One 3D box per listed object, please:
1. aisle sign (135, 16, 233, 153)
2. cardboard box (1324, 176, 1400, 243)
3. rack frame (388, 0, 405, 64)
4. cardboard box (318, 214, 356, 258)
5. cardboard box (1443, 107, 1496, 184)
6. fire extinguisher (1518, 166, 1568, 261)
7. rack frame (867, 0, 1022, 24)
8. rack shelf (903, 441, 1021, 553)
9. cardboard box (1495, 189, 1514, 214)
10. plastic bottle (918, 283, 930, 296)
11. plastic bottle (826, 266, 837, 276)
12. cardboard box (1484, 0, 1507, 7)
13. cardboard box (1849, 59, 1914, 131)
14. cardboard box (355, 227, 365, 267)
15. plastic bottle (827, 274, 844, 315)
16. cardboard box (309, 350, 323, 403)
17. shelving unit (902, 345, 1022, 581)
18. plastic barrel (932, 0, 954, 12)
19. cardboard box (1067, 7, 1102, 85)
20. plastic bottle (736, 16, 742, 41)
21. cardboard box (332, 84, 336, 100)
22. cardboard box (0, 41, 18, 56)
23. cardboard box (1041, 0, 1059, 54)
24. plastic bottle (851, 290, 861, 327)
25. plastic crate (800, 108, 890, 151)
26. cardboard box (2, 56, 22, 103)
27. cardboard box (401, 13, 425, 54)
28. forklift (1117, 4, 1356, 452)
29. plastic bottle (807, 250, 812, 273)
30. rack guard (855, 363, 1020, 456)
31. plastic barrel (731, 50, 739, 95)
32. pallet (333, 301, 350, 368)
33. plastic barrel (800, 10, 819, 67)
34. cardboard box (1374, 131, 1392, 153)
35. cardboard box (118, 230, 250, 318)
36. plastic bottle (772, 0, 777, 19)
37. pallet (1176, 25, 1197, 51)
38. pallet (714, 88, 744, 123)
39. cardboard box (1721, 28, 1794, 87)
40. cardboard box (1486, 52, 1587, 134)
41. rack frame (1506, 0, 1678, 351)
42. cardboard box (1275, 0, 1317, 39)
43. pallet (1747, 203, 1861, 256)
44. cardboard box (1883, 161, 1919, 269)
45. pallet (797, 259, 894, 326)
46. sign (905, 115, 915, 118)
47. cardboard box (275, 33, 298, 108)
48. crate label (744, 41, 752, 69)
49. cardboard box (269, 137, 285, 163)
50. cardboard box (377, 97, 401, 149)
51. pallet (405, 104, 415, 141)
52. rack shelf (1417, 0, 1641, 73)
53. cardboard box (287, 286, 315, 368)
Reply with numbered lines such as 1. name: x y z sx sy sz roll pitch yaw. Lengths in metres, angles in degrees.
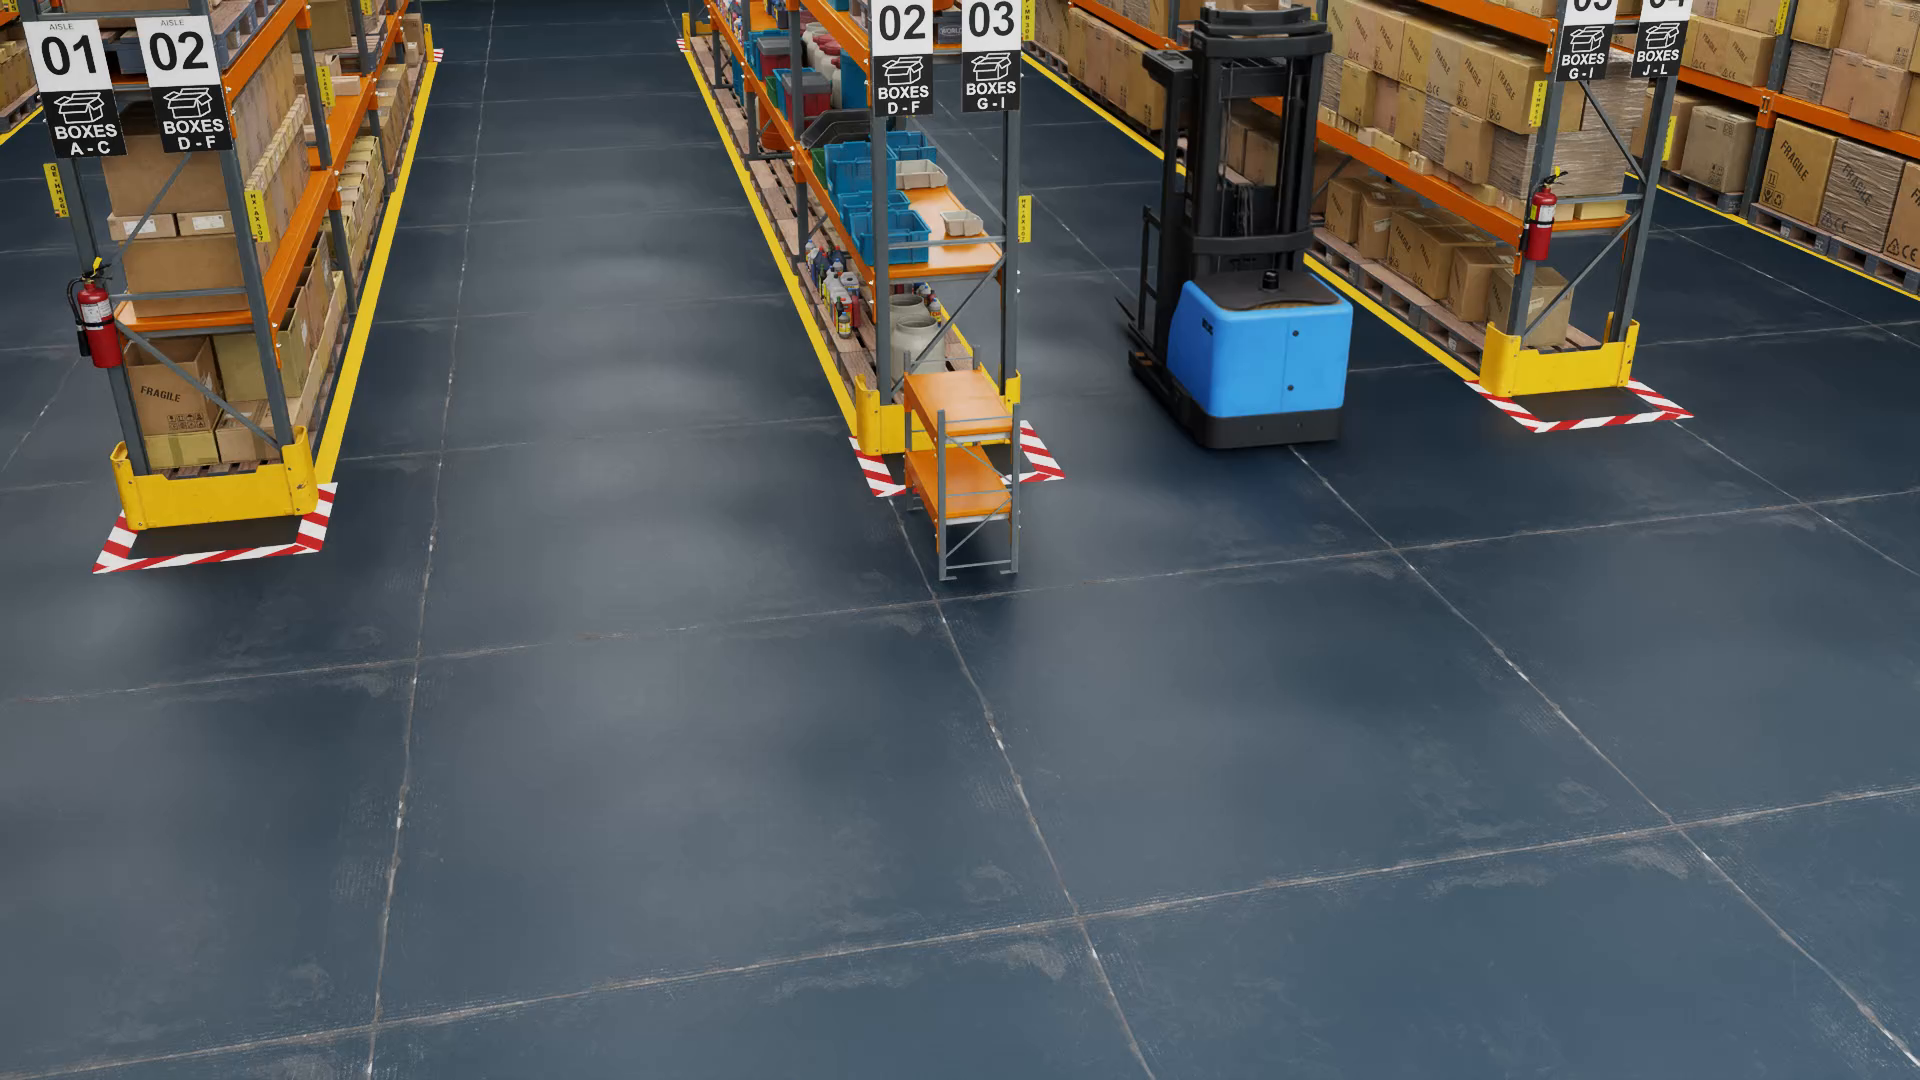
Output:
1. aisle sign: -4.610 -2.705 9.895 0.394 0.787 0.004 -6 27 -12
2. cardboard box: 3.879 -3.194 16.058 0.500 0.500 0.500 -7 28 -13
3. rack frame: -7.628 -6.810 20.914 1.000 3.000 0.127 -6 27 -12
4. cardboard box: -5.675 -2.715 14.764 0.500 0.311 0.500 -6 27 -11
5. cardboard box: 4.402 -3.176 13.271 0.875 0.500 0.500 -6 27 -12
6. fire extinguisher: 4.306 -2.415 12.291 0.296 0.674 0.183 -6 27 -12
7. rack frame: -0.097 -4.722 10.118 1.000 3.000 0.127 -6 27 -12
8. rack shelf: -0.002 -0.287 10.613 0.538 0.278 1.000 -6 27 -12
9. cardboard box: 4.408 -2.648 12.947 0.380 0.149 0.250 -6 27 -12
10. plastic bottle: -0.301 -2.044 14.010 0.097 0.271 0.097 0 27 0
11. plastic bottle: -1.108 -2.238 14.394 0.097 0.271 0.097 0 27 0
12. cardboard box: 4.257 -4.223 12.626 0.500 0.250 0.500 -6 27 -11
13. cardboard box: 8.930 -4.180 15.536 0.875 0.550 0.550 -6 27 -12
14. cardboard box: -5.788 -2.685 15.326 0.500 0.250 0.500 -5 27 -10
15. plastic bottle: -1.040 -2.066 13.965 0.144 0.351 0.185 -5 27 -9
16. cardboard box: -5.056 -1.199 12.382 0.500 0.250 0.500 -6 27 -12
17. shelving unit: -0.002 -0.505 10.502 0.538 1.125 1.048 -6 27 -12
18. plastic barrel: -0.330 -3.962 11.000 0.600 0.830 0.708 -6 27 -12
19. cardboard box: 2.188 -6.775 22.735 1.225 0.875 0.875 -6 27 -11
20. plastic bottle: -2.554 -5.957 19.366 0.097 0.271 0.097 0 27 0
21. cardboard box: -6.384 -4.388 16.393 0.380 0.149 0.250 -4 27 -8
22. cardboard box: -12.539 -6.403 21.696 0.380 0.149 0.250 -7 28 -13
23. cardboard box: 1.751 -7.746 24.661 0.875 0.875 0.875 -6 27 -12
24. plastic bottle: -0.864 -1.914 13.739 0.061 0.283 0.133 -6 27 -12
25. plastic crate: -1.004 -3.529 14.482 0.767 0.338 0.504 -6 27 -12
26. cardboard box: -12.632 -5.937 21.491 0.700 0.500 0.500 -6 27 -12
27. cardboard box: -8.167 -7.433 24.433 0.500 0.500 0.500 -6 27 -12
28. forklift: 1.995 -2.578 12.605 1.130 2.935 3.031 -5 27 -10
29. plastic bottle: -1.330 -2.518 15.027 0.097 0.201 0.097 0 27 0
30. rack guard: -0.160 -0.956 12.090 1.175 0.500 0.348 -6 27 -12
31. plastic barrel: -2.695 -6.322 21.809 0.600 0.901 0.708 -6 27 -12
32. pallet: -5.686 -1.700 13.884 1.003 0.211 1.213 -6 27 -12
33. plastic barrel: -1.500 -5.443 18.055 0.600 0.536 0.708 -6 27 -12
34. cardboard box: 3.889 -3.519 14.672 0.380 0.149 0.250 -6 27 -12
35. cardboard box: -5.016 -1.793 10.863 0.700 0.500 0.500 -6 27 -12
36. plastic bottle: -2.288 -6.652 20.744 0.097 0.271 0.097 0 27 0
37. pallet: 3.190 -5.671 18.869 1.213 0.211 1.003 -6 27 -12
38. pallet: -2.668 -5.724 21.856 1.003 0.211 1.213 -6 27 -12
39. cardboard box: 8.305 -5.008 17.233 0.500 0.500 0.500 -6 27 -12
40. cardboard box: 4.364 -3.387 12.580 0.500 0.500 0.500 -6 27 -12
41. rack frame: 4.729 -2.547 12.466 1.000 3.000 0.127 -6 27 -12
42. cardboard box: 3.785 -5.121 16.435 1.000 1.000 1.000 -6 27 -11
43. pallet: 8.778 -3.175 16.807 1.003 0.211 1.213 -6 27 -12
44. cardboard box: 9.167 -2.922 15.102 0.875 0.875 0.875 -6 27 -12
45. pallet: -0.887 -2.256 14.985 1.003 0.211 1.213 -6 27 -12
46. sign: -0.460 -3.974 14.988 0.100 0.325 0.005 -6 27 -12
47. cardboard box: -5.719 -3.728 13.256 0.700 0.500 0.500 -6 27 -11
48. crate label: -2.170 -5.258 18.024 0.303 0.233 0.416 -6 27 -12
49. cardboard box: -5.207 -2.861 12.258 0.380 0.149 0.250 -5 27 -10
50. cardboard box: -6.782 -4.814 19.244 0.500 0.500 0.500 -6 27 -12
51. pallet: -7.408 -5.212 20.842 1.003 0.211 1.213 -6 27 -12
52. rack shelf: 4.278 -4.442 13.692 1.077 0.370 4.000 -6 27 -12
53. cardboard box: -5.067 -1.532 12.210 0.500 0.500 0.500 -6 27 -12
